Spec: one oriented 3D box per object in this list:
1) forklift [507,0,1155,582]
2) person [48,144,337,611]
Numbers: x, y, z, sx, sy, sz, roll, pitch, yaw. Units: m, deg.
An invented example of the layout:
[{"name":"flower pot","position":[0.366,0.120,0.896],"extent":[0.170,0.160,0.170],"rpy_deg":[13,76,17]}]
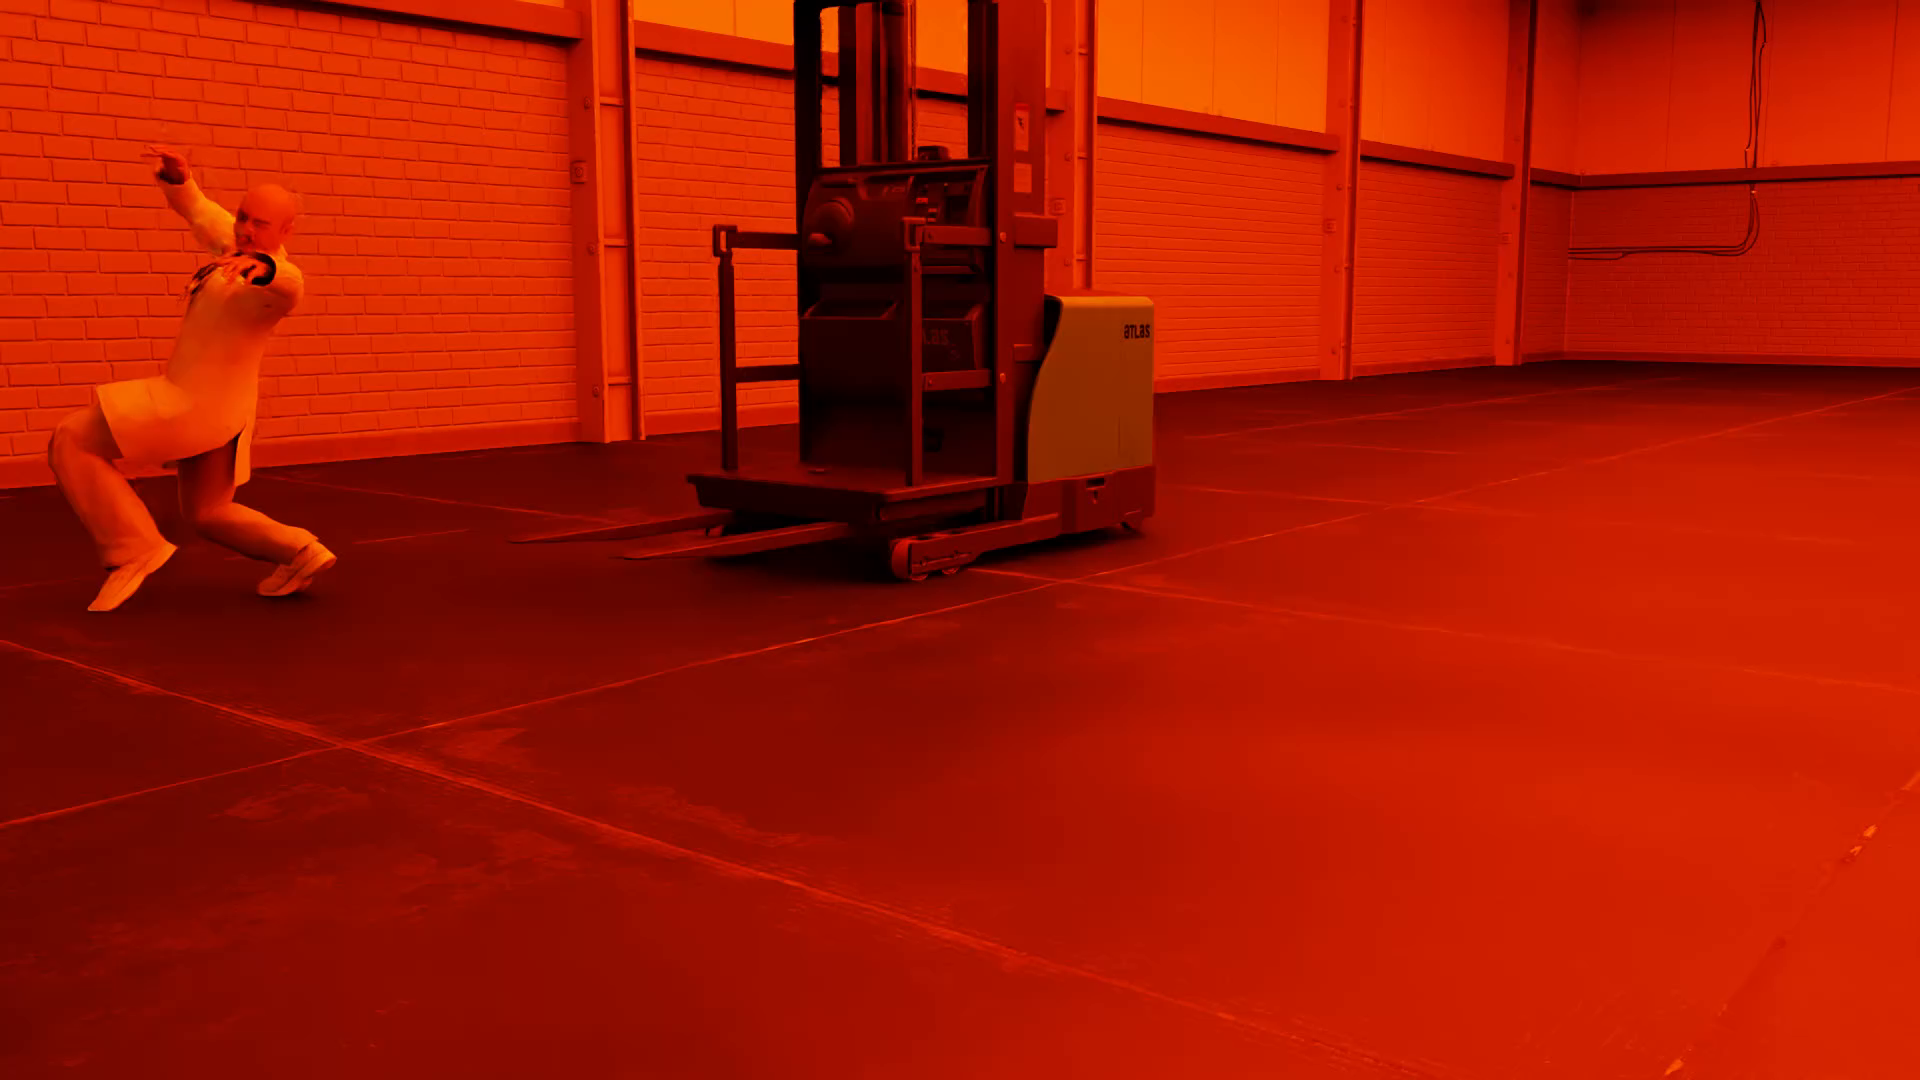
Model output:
[{"name":"forklift","position":[-0.403,-1.371,6.651],"extent":[1.130,2.935,3.031],"rpy_deg":[6,11,37]},{"name":"person","position":[-2.648,-0.513,5.600],"extent":[0.903,1.620,1.165],"rpy_deg":[-2,8,-10]}]
